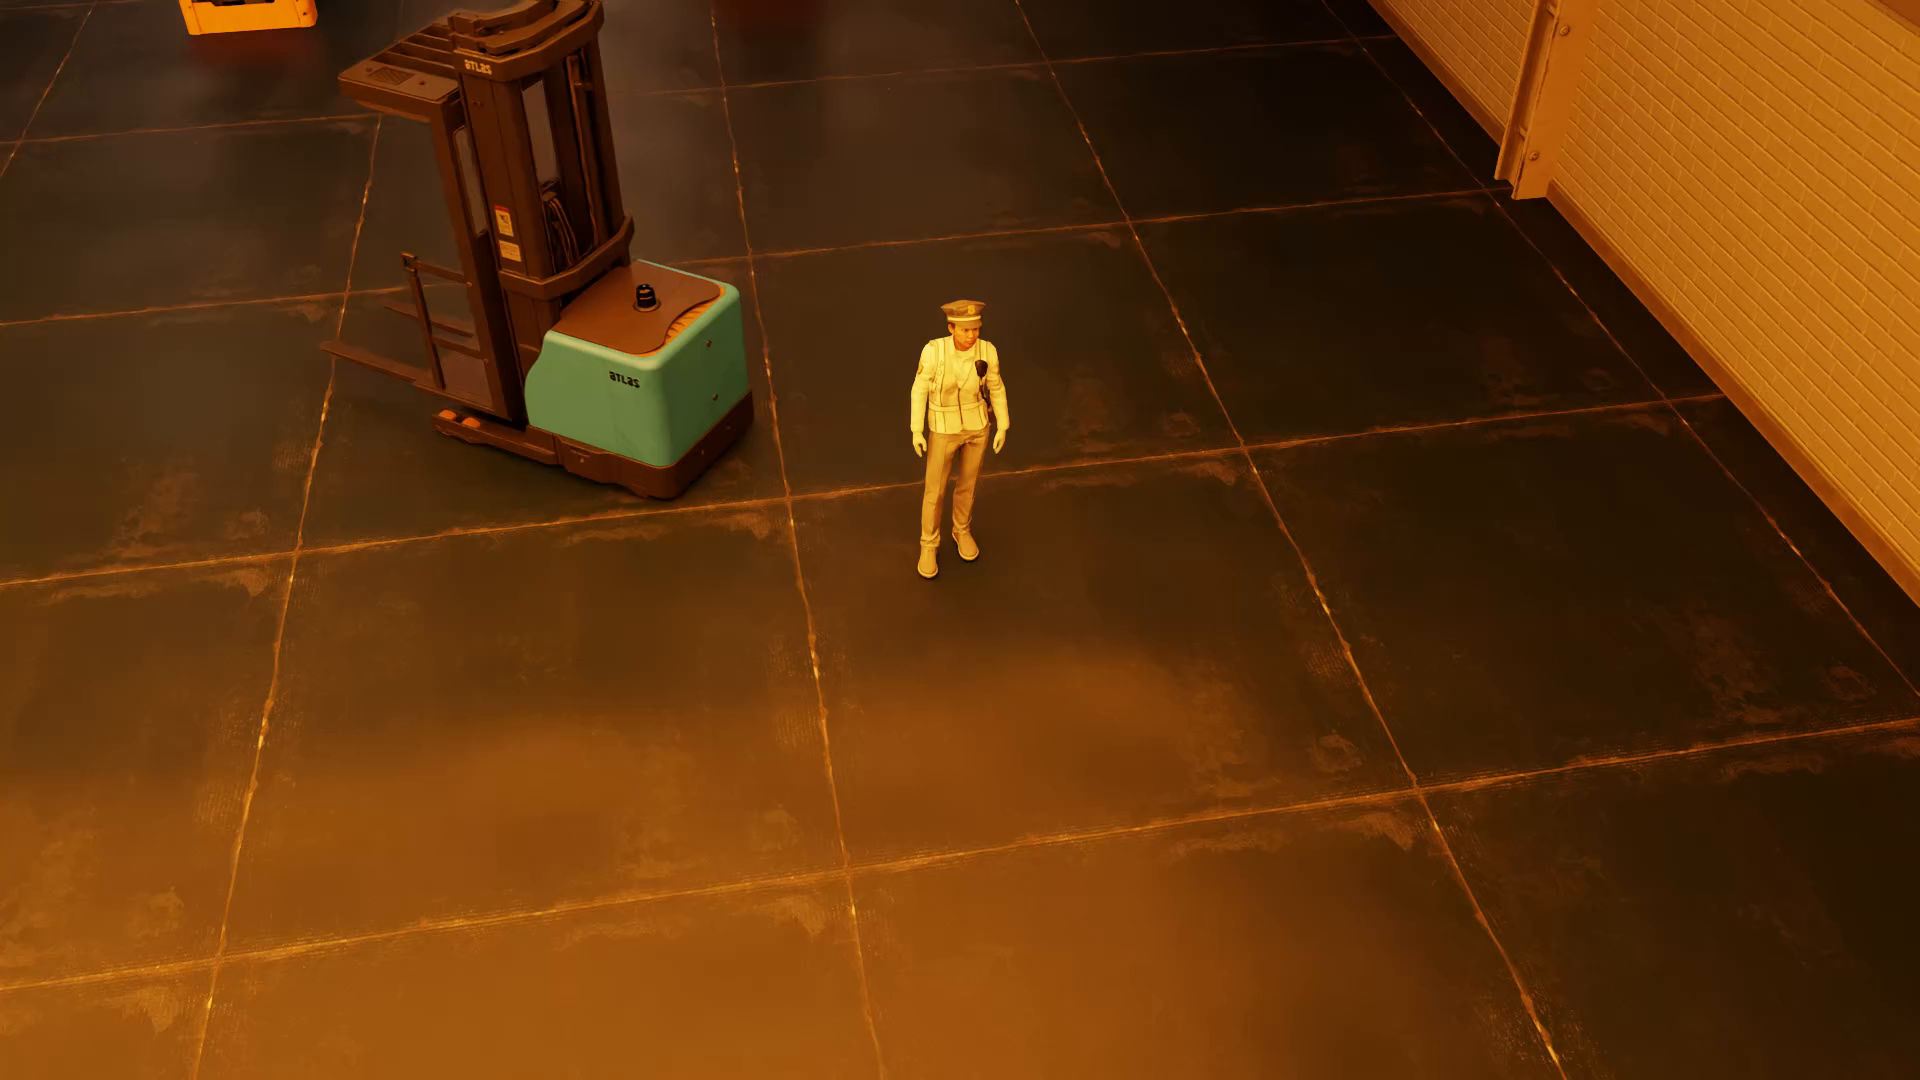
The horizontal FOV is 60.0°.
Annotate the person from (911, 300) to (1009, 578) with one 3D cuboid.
[{"bbox_3d":[0.005,-0.606,9.614,0.587,1.694,0.530,-7,41,-8],"label":"person"}]

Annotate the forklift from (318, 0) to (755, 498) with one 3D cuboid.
[{"bbox_3d":[-2.920,-2.041,10.359,3.031,2.935,1.130,18,44,20],"label":"forklift"}]
